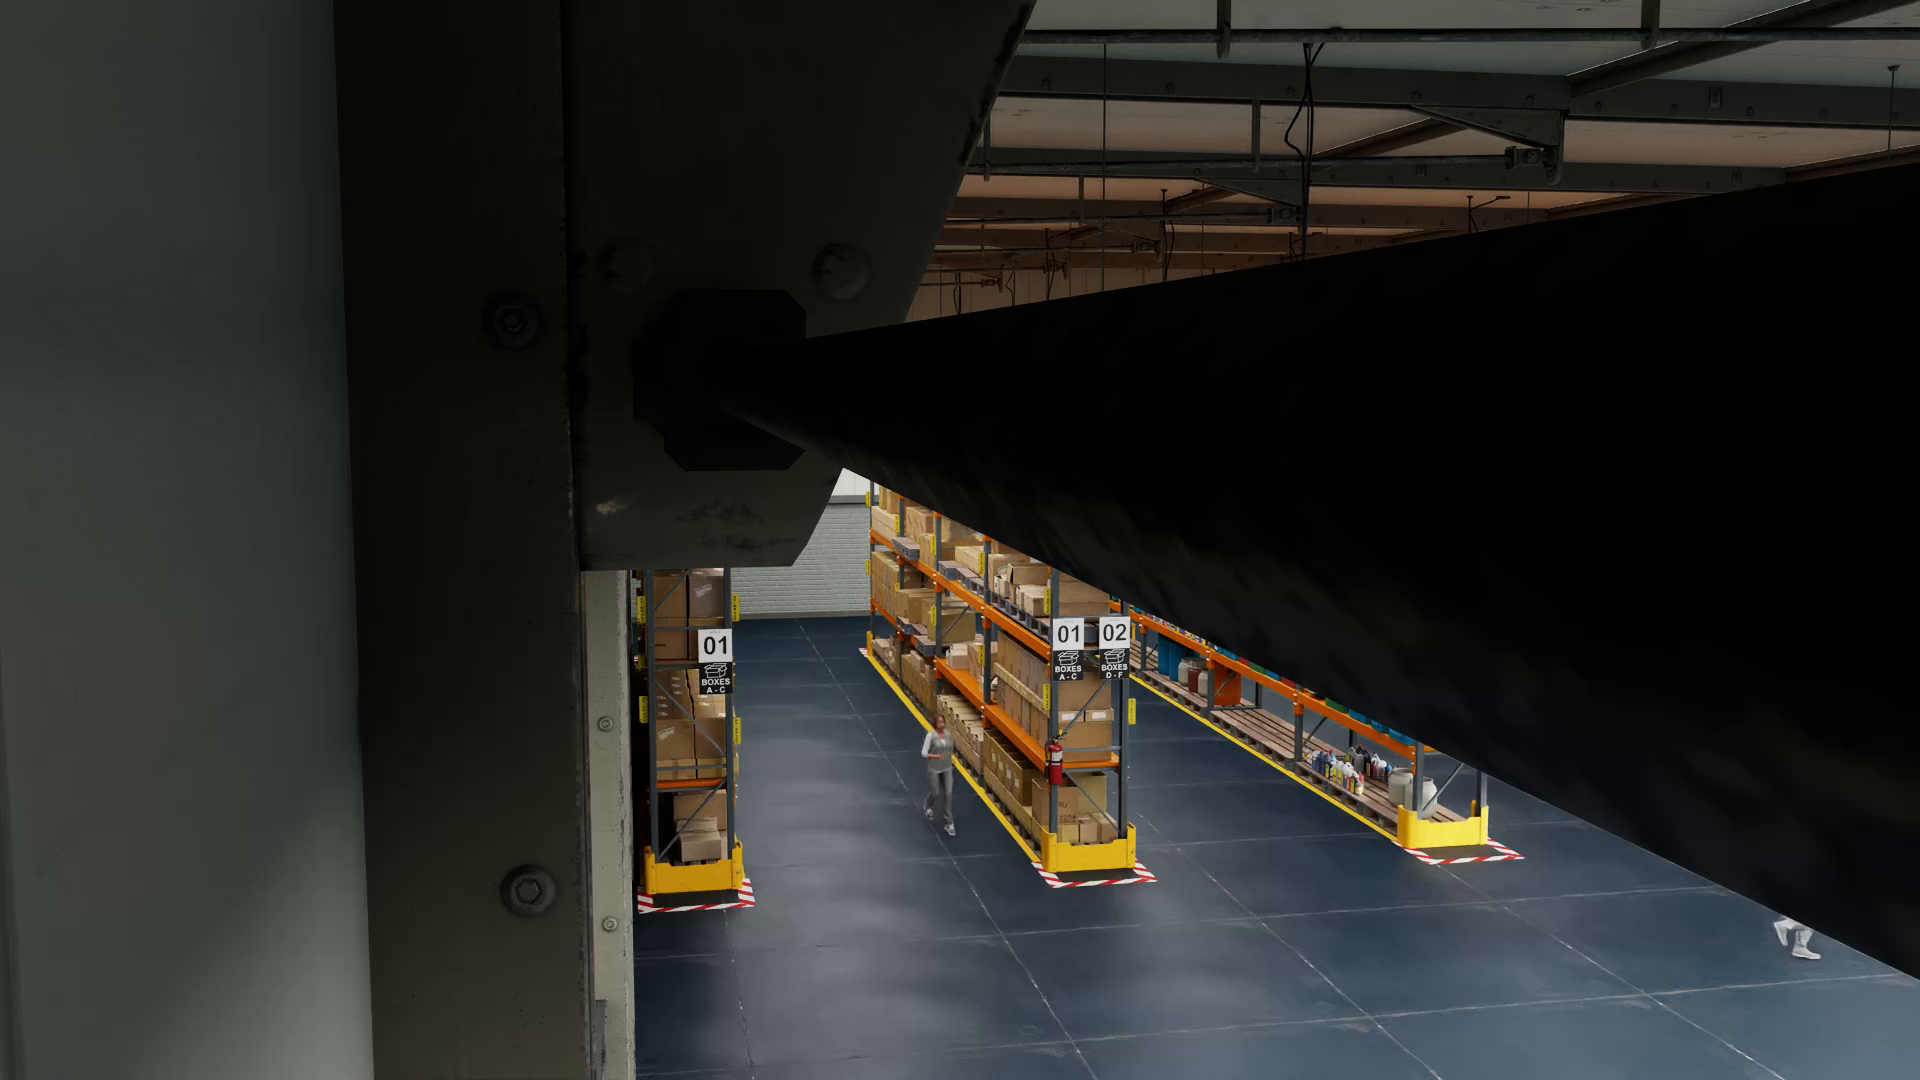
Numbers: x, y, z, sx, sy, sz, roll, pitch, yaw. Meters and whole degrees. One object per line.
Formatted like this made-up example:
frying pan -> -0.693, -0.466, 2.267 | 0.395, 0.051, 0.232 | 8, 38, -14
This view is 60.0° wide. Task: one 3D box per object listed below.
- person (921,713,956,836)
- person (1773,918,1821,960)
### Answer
person -> -0.281, 3.150, 22.678 | 0.537, 1.596, 0.877 | -2, 6, -22
person -> 8.990, 3.662, 17.785 | 0.555, 1.657, 0.615 | 1, 6, 10
